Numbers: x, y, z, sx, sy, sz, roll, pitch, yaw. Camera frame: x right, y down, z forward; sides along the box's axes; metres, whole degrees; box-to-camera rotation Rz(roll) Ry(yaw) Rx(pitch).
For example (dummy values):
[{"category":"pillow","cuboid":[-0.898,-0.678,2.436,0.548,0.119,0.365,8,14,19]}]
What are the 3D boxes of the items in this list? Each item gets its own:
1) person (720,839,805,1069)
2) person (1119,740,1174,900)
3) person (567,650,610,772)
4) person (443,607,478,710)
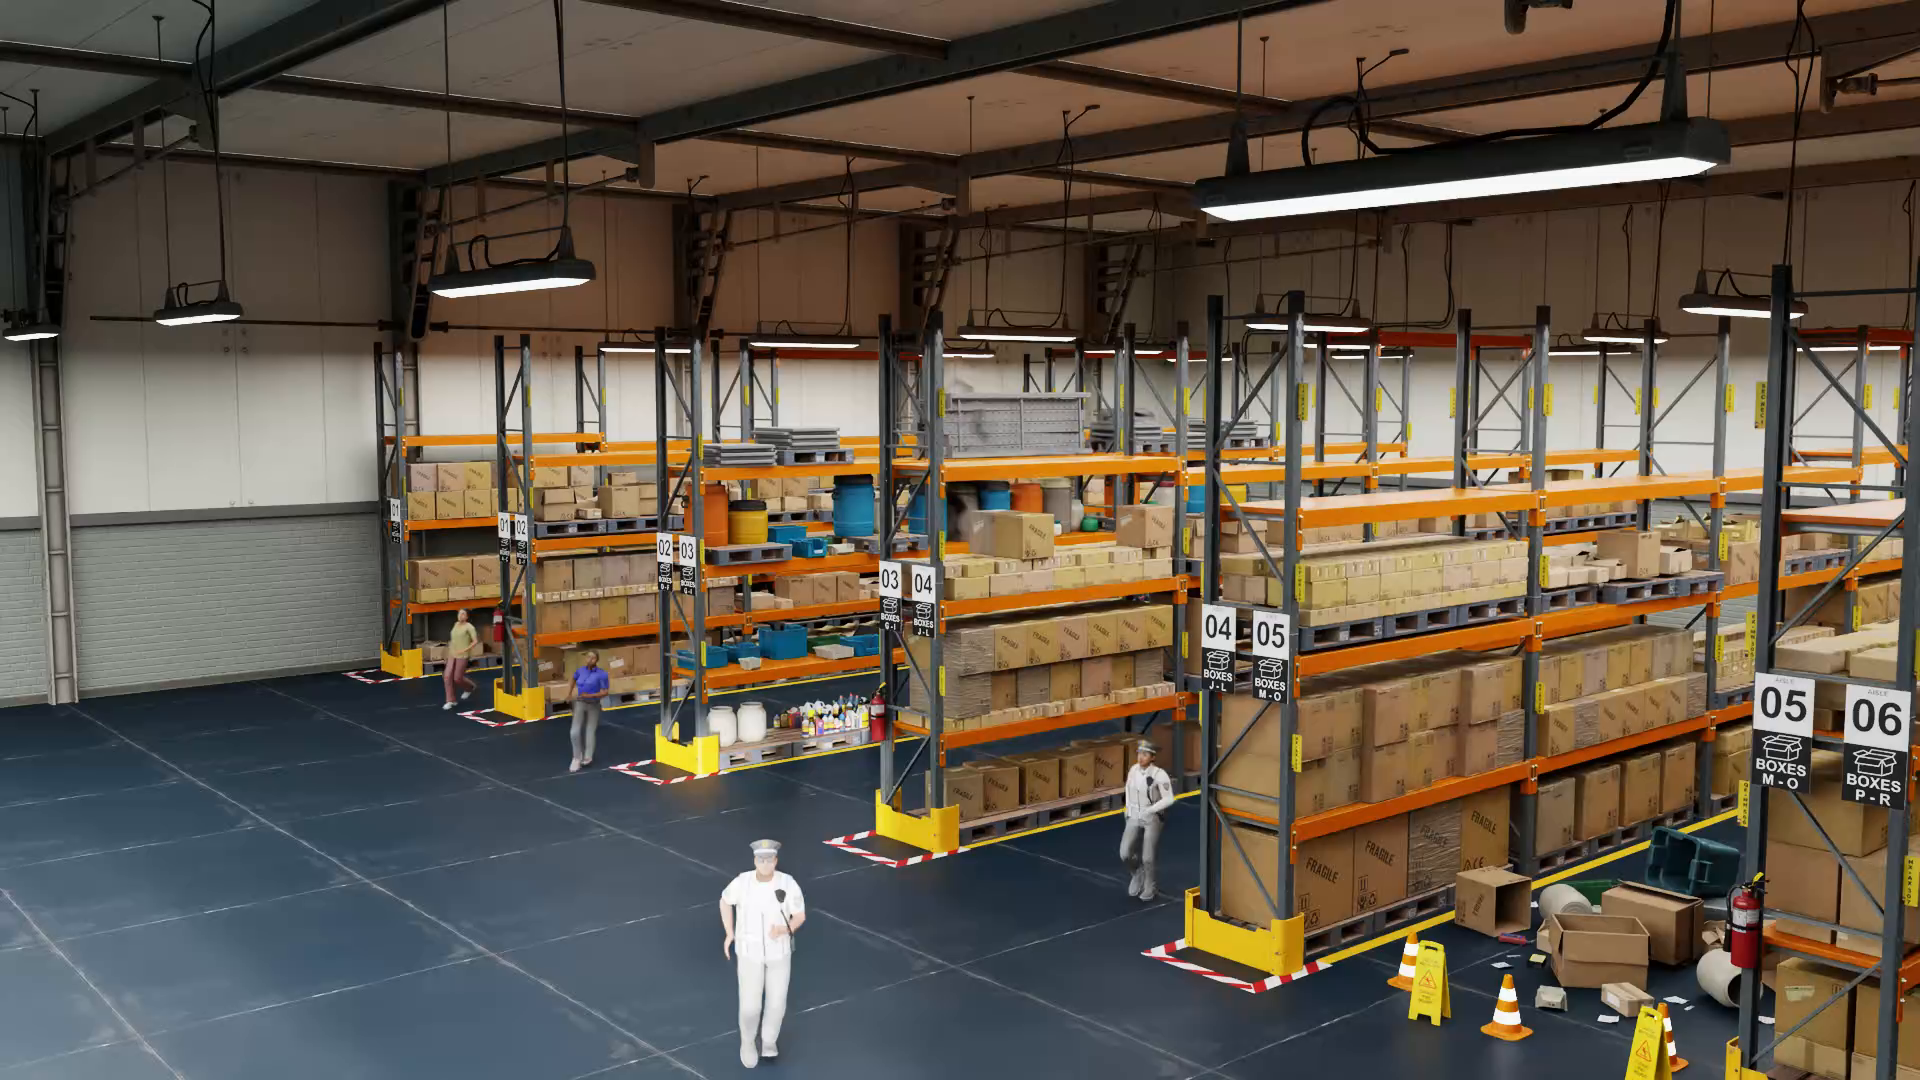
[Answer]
[{"category":"person","cuboid":[-1.487,3.141,12.604,0.637,1.775,0.675,-1,5,-10]},{"category":"person","cuboid":[1.847,2.815,16.701,0.622,1.661,0.575,3,6,33]},{"category":"person","cuboid":[-5.052,2.306,22.575,0.606,1.644,0.661,0,5,-1]},{"category":"person","cuboid":[-8.081,1.898,27.043,0.615,1.653,0.722,2,6,23]}]
